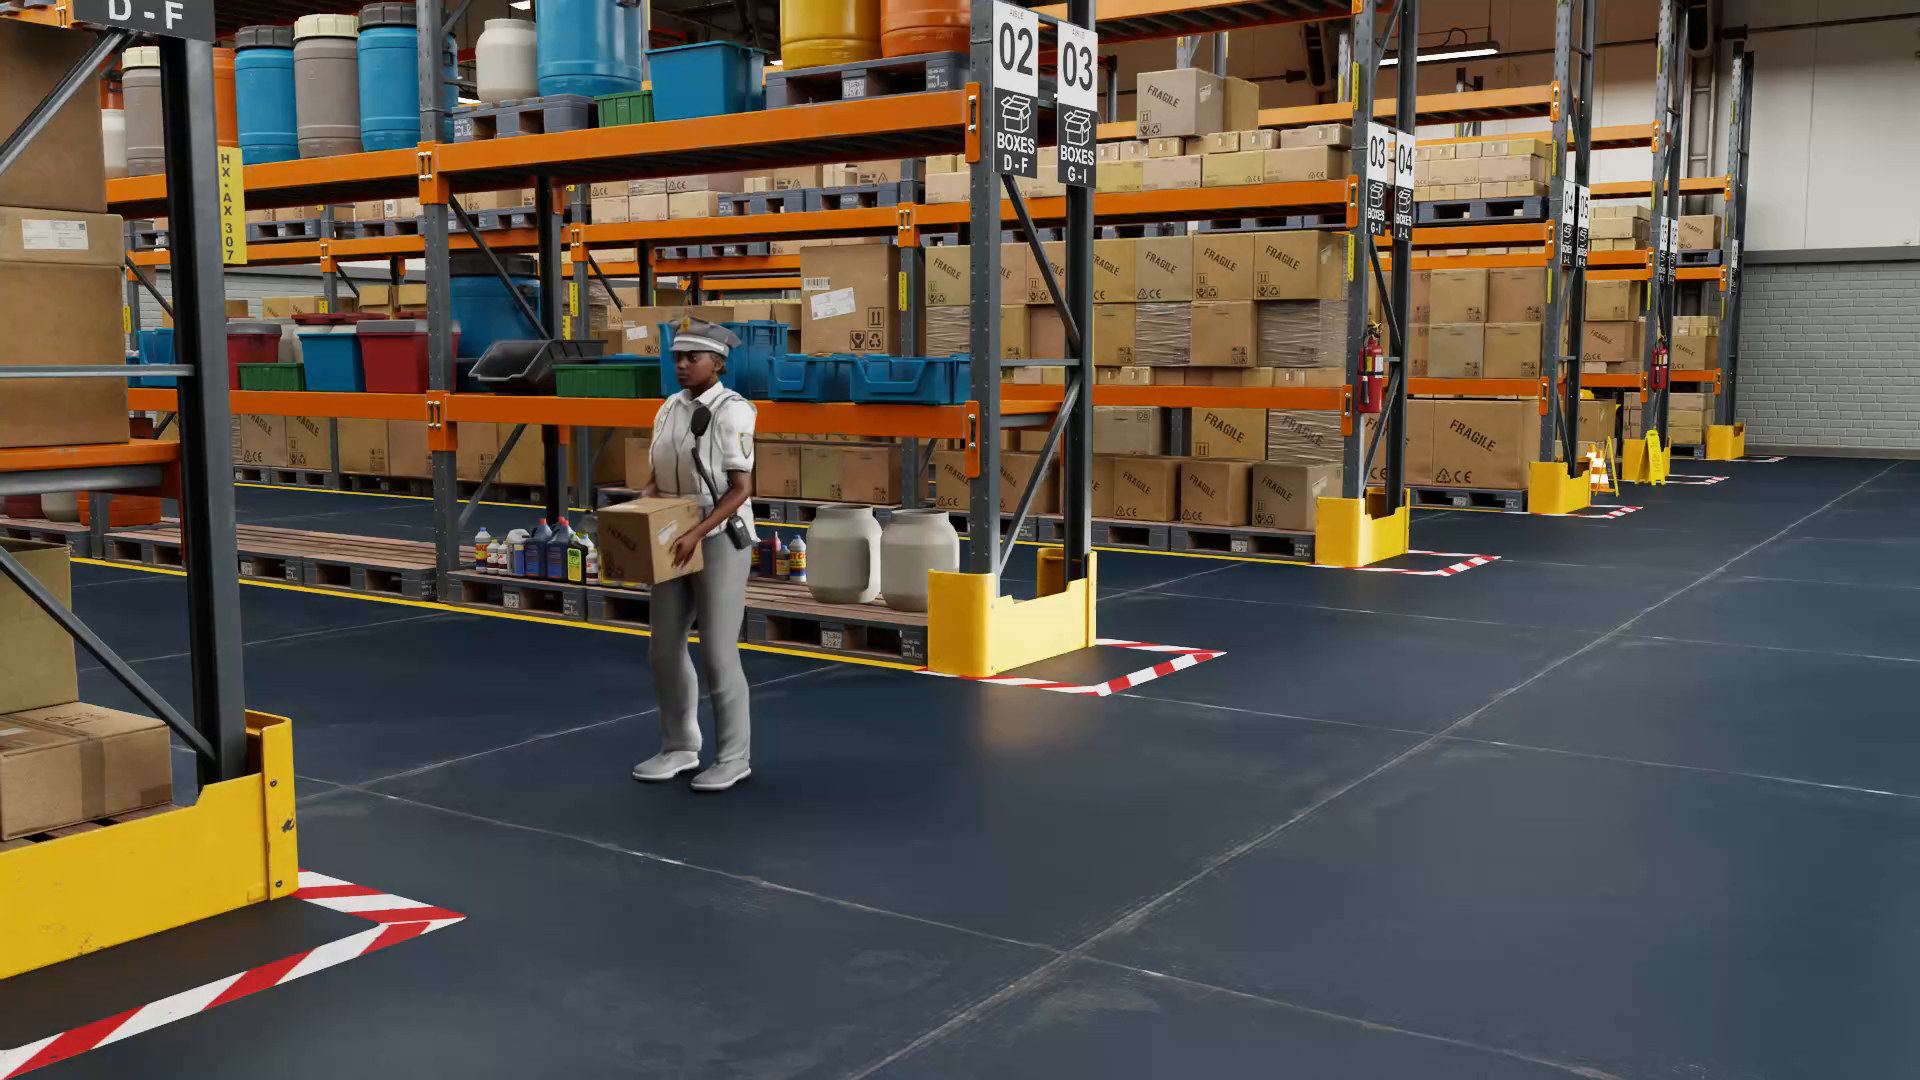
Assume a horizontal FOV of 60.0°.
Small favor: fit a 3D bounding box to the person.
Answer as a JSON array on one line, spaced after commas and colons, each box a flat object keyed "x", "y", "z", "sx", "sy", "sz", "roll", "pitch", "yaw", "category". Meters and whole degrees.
[{"x": -0.974, "y": 0.043, "z": 5.985, "sx": 0.473, "sy": 1.690, "sz": 0.478, "roll": 4, "pitch": 8, "yaw": 33, "category": "person"}]
